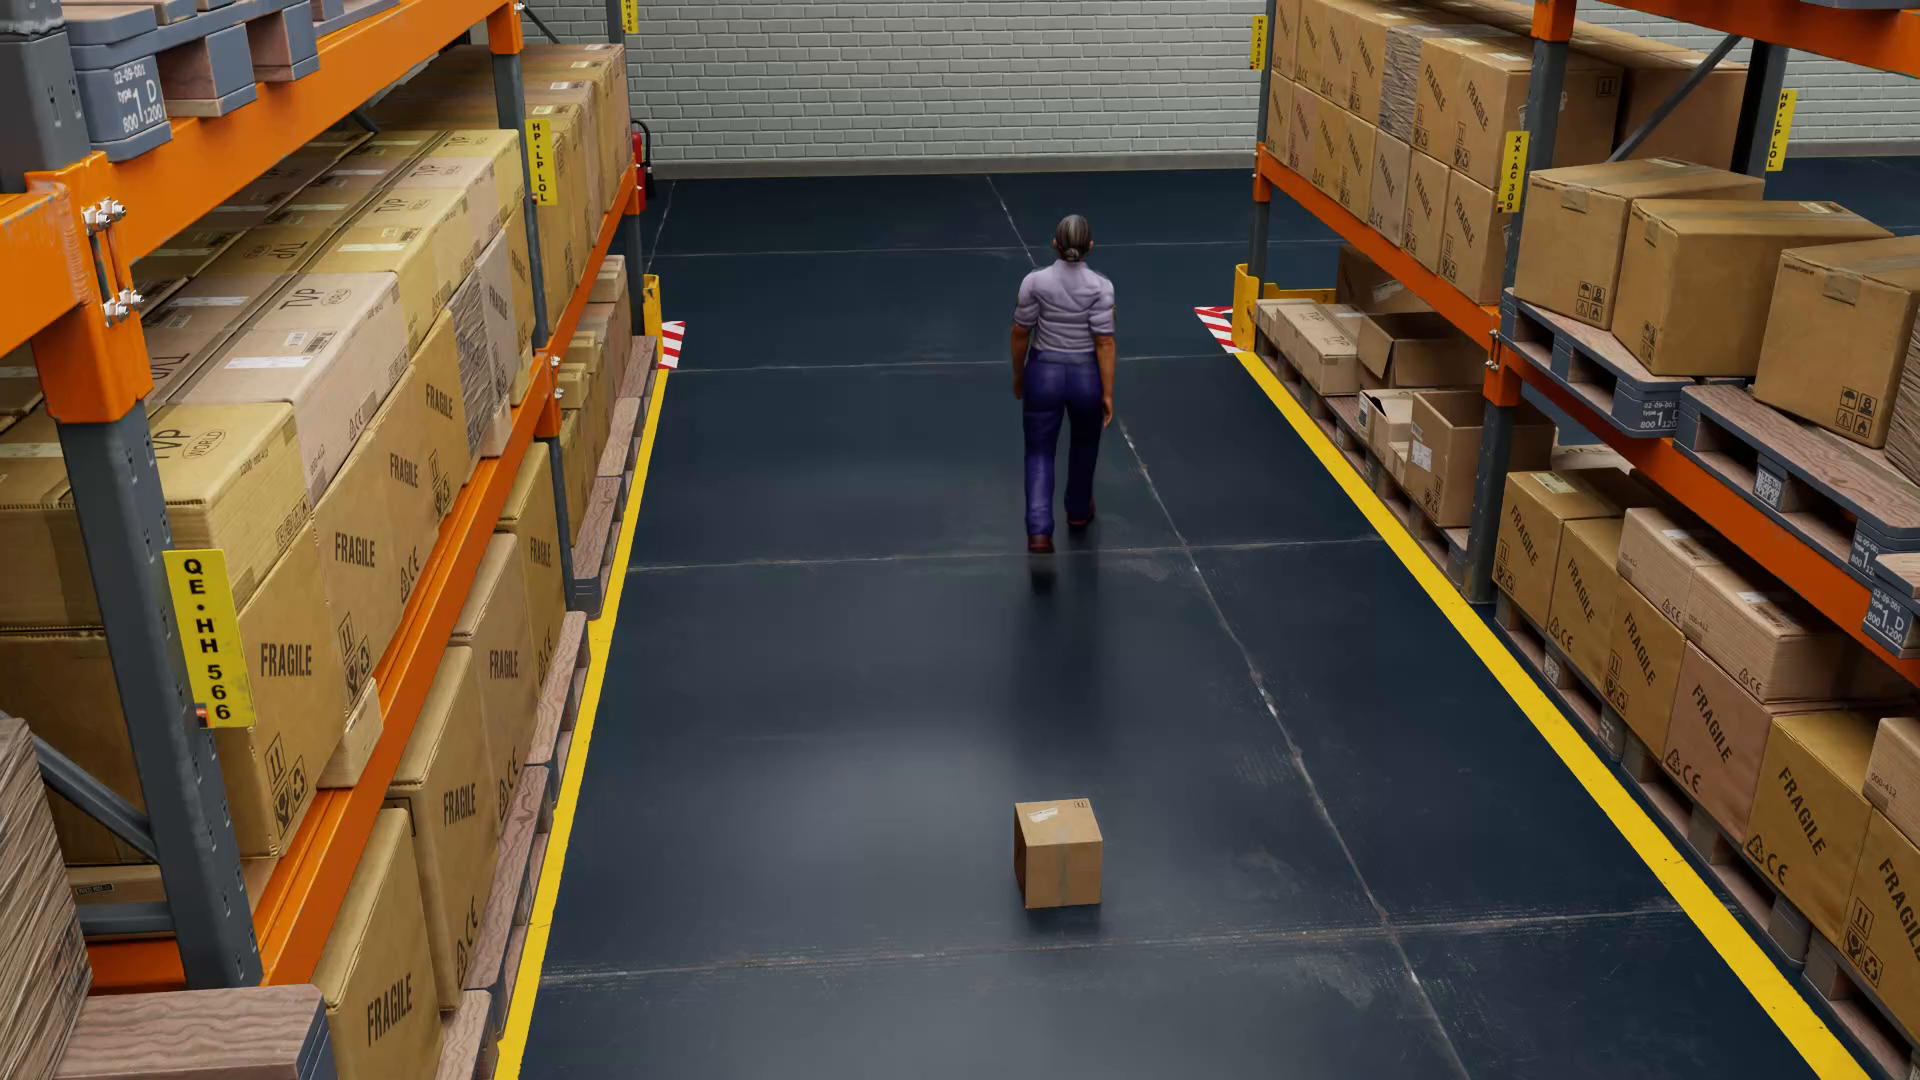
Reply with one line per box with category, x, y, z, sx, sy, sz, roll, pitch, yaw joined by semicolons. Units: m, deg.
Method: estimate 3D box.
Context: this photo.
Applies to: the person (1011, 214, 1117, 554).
person;0.477;-0.730;7.754;0.488;1.600;0.941;2;24;5
